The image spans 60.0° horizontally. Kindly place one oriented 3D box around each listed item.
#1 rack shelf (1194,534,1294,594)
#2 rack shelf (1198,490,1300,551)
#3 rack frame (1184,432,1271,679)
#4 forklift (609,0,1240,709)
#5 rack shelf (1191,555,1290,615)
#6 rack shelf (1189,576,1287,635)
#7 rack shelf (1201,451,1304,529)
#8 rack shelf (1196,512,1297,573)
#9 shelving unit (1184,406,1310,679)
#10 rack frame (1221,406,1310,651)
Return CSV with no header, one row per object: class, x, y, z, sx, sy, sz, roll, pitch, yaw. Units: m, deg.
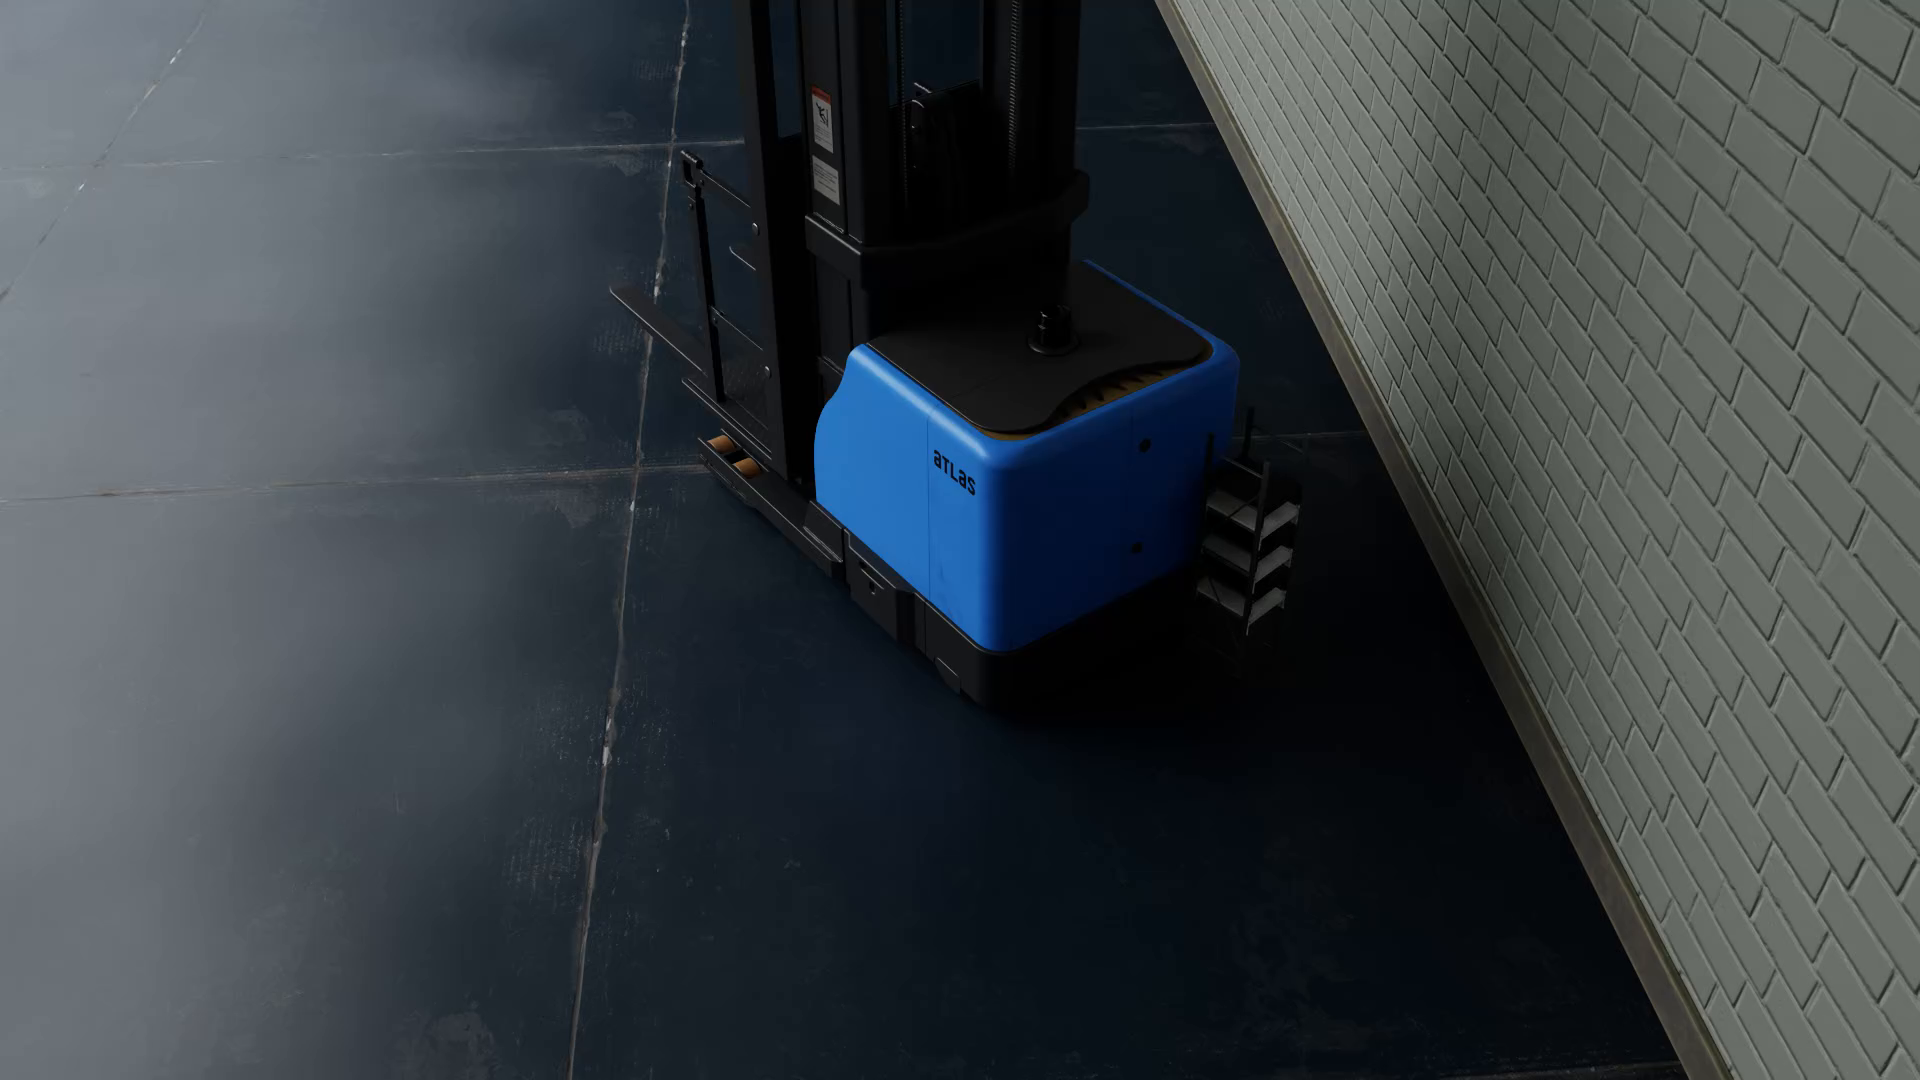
rack shelf,0.939,0.049,5.516,0.200,0.077,0.258,-31,48,-33
rack shelf,0.939,-0.093,5.404,0.200,0.077,0.258,-31,48,-33
rack frame,0.866,0.067,5.439,0.006,0.900,0.240,-31,48,-33
forklift,-0.371,-1.460,5.735,1.130,2.935,3.031,-25,45,-28
rack shelf,0.939,0.119,5.571,0.200,0.077,0.258,-31,48,-33
rack shelf,0.939,0.190,5.627,0.200,0.077,0.258,-31,48,-33
rack shelf,0.939,-0.163,5.348,0.200,0.077,0.258,-31,48,-33
rack shelf,0.939,-0.022,5.460,0.200,0.077,0.258,-31,48,-33
shelving unit,0.939,0.022,5.495,0.210,0.900,0.258,-31,48,-33
rack frame,1.012,-0.022,5.551,0.006,0.900,0.240,-31,48,-33
